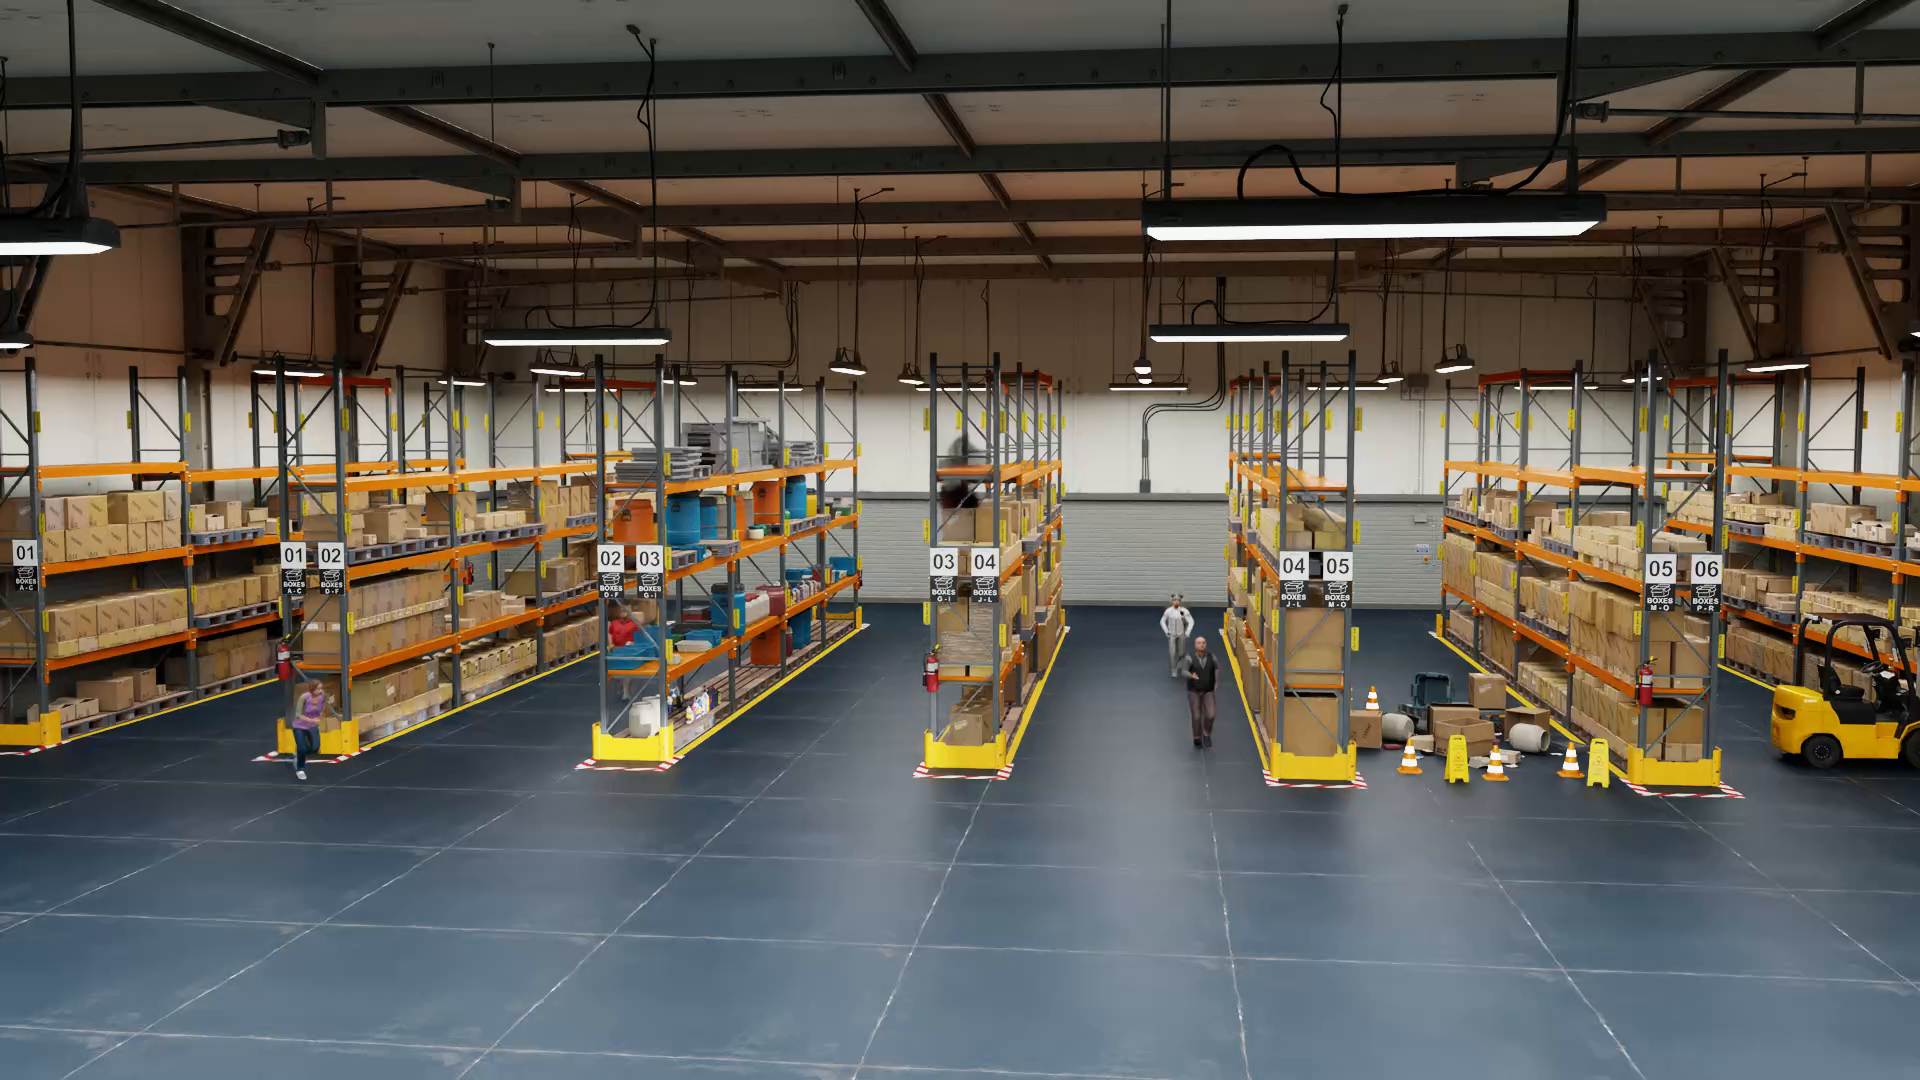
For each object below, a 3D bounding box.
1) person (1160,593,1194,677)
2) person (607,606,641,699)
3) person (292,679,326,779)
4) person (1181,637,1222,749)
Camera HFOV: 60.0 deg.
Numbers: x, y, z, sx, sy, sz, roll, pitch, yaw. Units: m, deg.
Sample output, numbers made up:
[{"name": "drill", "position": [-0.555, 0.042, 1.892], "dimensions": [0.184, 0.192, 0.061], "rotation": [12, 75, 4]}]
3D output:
[{"name": "person", "position": [4.258, 1.854, 32.800], "dimensions": [0.630, 1.643, 0.585], "rotation": [1, 4, 9]}, {"name": "person", "position": [-6.082, 2.036, 30.073], "dimensions": [0.658, 1.682, 0.591], "rotation": [0, 4, -1]}, {"name": "person", "position": [-9.086, 2.645, 23.323], "dimensions": [0.758, 1.445, 0.543], "rotation": [3, 5, 37]}, {"name": "person", "position": [3.717, 2.350, 25.491], "dimensions": [0.642, 1.717, 0.647], "rotation": [0, 4, 1]}]
